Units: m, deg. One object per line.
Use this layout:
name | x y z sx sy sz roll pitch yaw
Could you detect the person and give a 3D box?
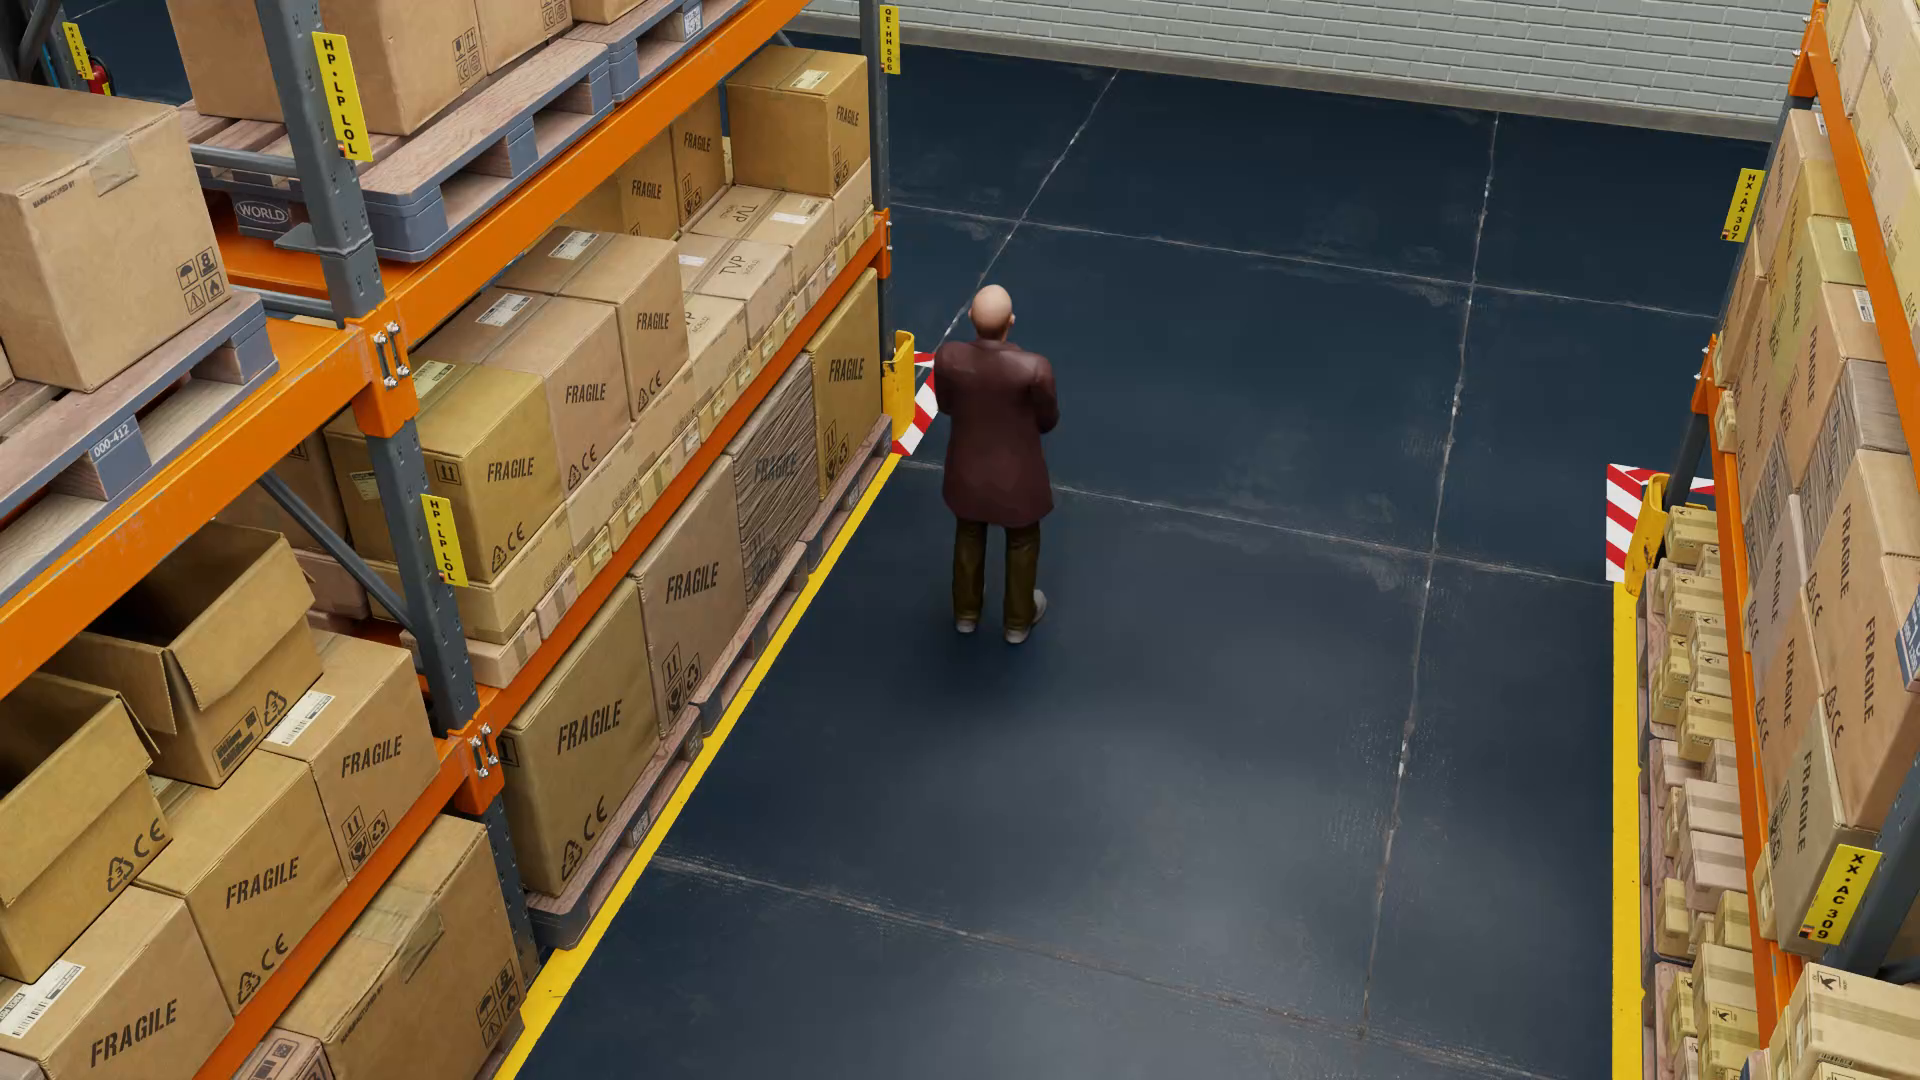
person | 0.188 -0.389 7.424 0.548 1.780 0.535 10 38 14
